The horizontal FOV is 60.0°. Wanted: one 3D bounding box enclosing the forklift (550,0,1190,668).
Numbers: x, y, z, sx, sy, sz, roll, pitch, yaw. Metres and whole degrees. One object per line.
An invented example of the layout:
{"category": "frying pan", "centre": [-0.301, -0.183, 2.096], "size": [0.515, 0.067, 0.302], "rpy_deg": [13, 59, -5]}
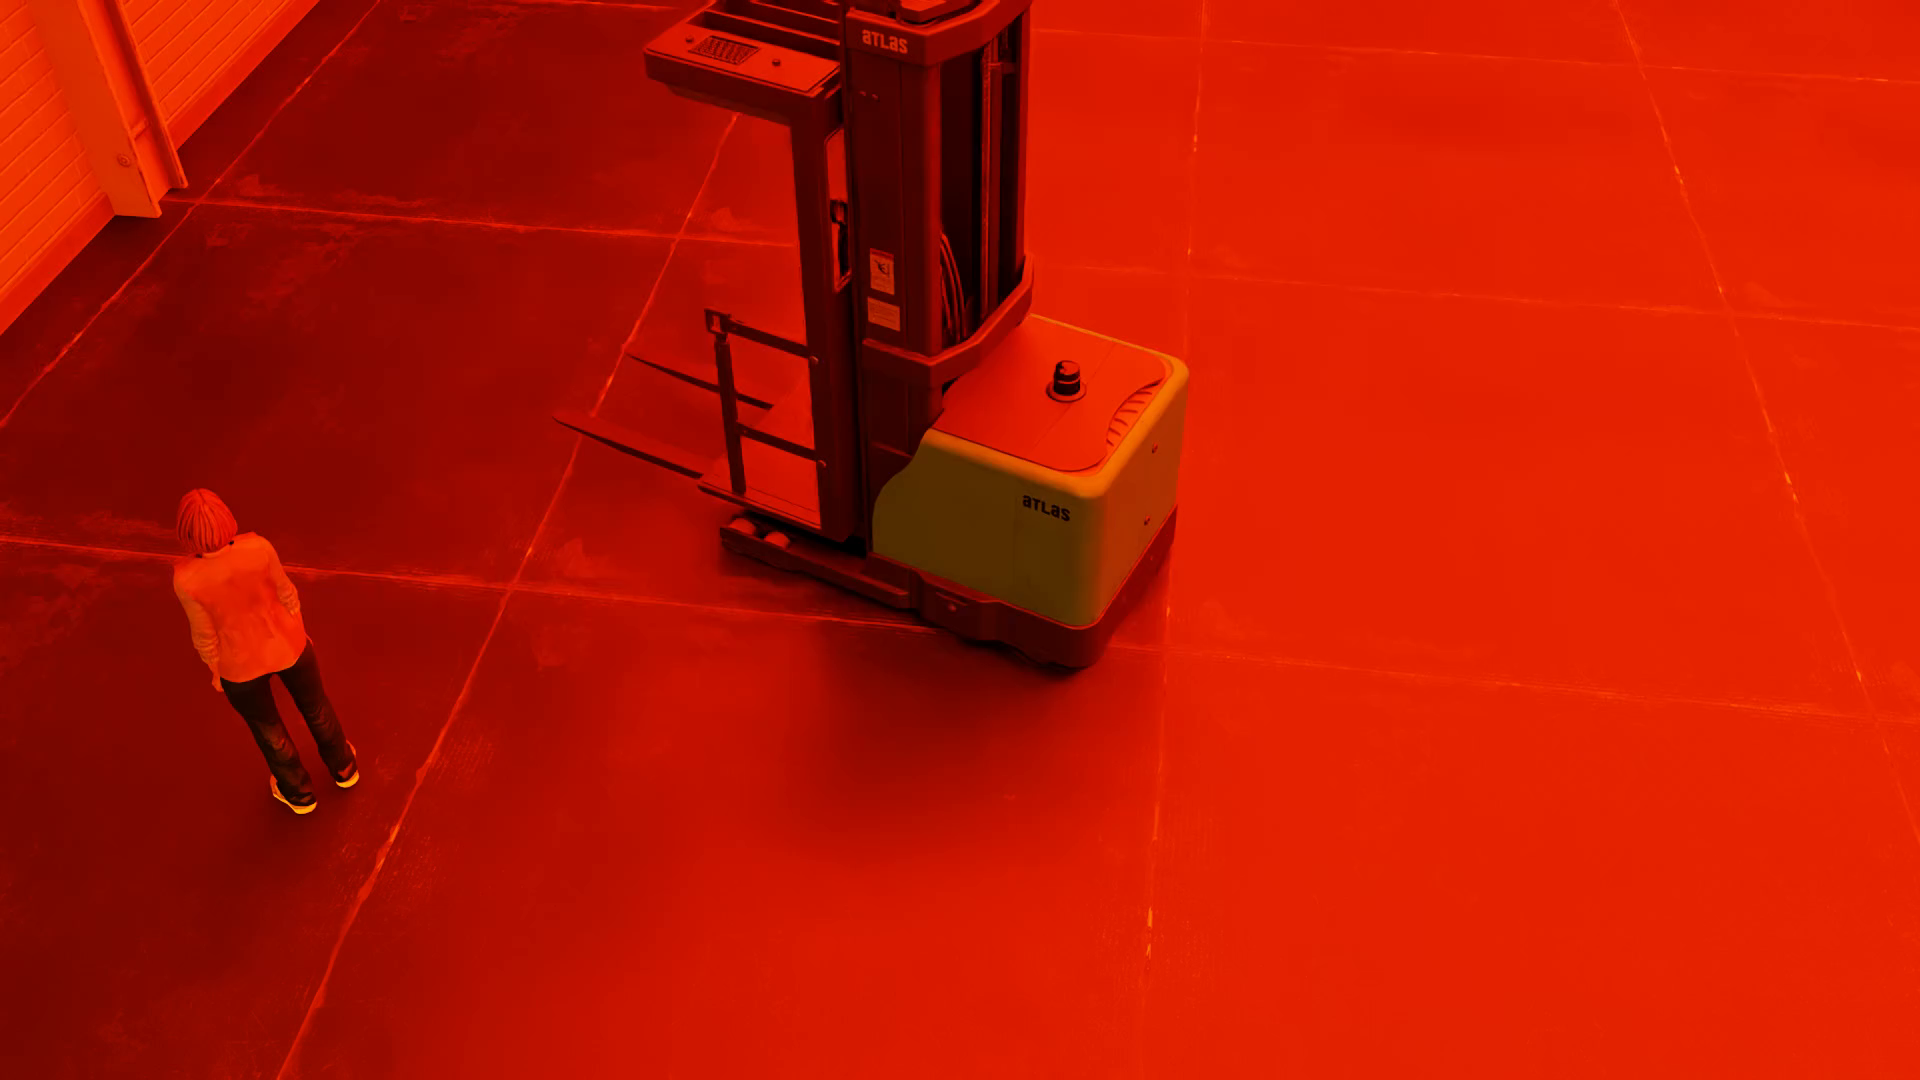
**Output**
{"category": "forklift", "centre": [-0.542, -1.247, 7.082], "size": [3.031, 2.935, 1.130], "rpy_deg": [20, 46, 20]}

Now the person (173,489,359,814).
{"category": "person", "centre": [-2.627, 0.425, 6.247], "size": [0.411, 1.602, 0.331], "rpy_deg": [-29, 50, -28]}
